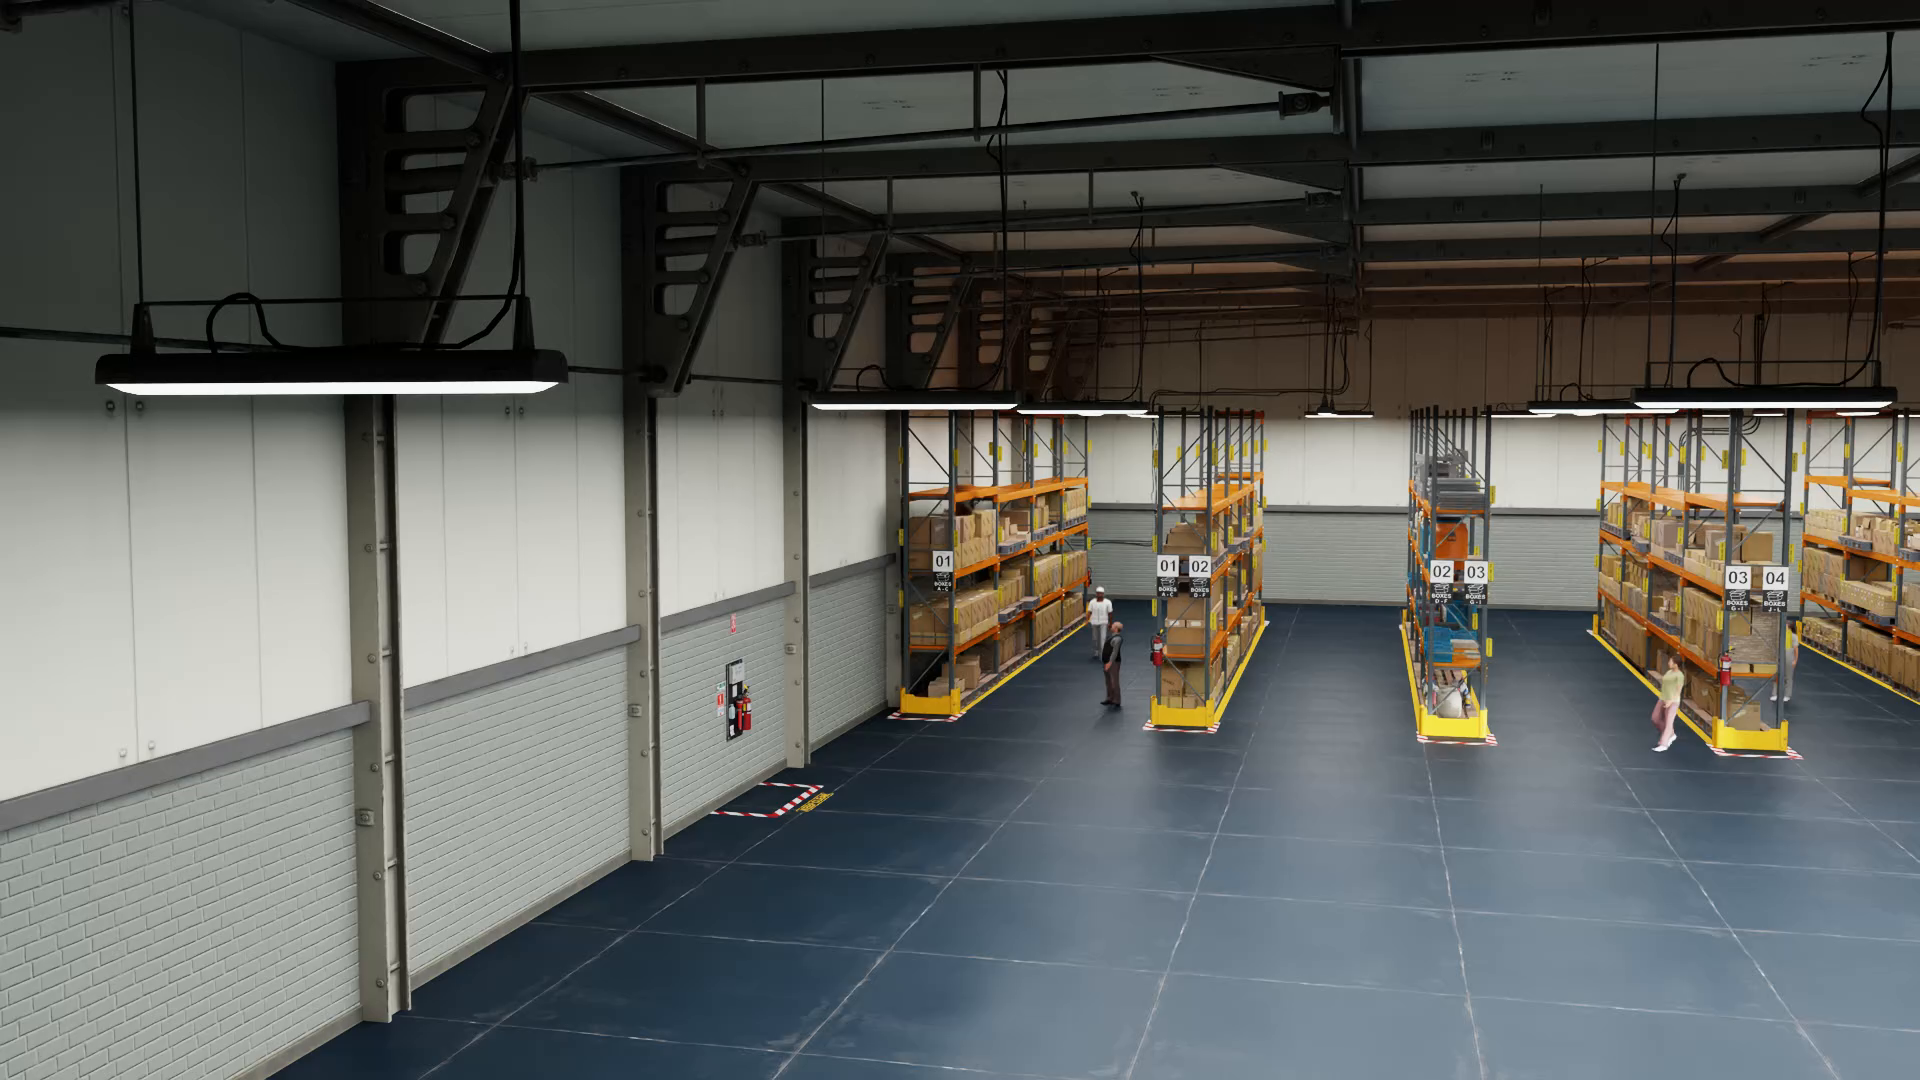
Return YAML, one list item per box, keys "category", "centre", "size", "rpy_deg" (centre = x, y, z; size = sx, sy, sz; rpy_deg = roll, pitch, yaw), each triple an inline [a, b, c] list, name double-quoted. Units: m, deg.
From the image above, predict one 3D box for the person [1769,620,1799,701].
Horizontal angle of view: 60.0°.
- category: "person"
  centre: [16.887, 2.475, 33.982]
  size: [0.437, 1.689, 0.484]
  rpy_deg: [-3, 5, -35]

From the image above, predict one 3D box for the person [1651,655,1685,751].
- category: "person"
  centre: [12.267, 2.822, 28.859]
  size: [0.600, 1.656, 0.514]
  rpy_deg: [-2, 5, -25]

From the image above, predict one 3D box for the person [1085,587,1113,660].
- category: "person"
  centre: [3.327, 1.996, 39.815]
  size: [0.643, 1.722, 0.994]
  rpy_deg: [1, 4, 8]

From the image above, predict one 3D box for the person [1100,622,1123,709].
- category: "person"
  centre: [3.030, 2.501, 33.299]
  size: [0.468, 1.740, 0.563]
  rpy_deg: [-2, 4, -21]
